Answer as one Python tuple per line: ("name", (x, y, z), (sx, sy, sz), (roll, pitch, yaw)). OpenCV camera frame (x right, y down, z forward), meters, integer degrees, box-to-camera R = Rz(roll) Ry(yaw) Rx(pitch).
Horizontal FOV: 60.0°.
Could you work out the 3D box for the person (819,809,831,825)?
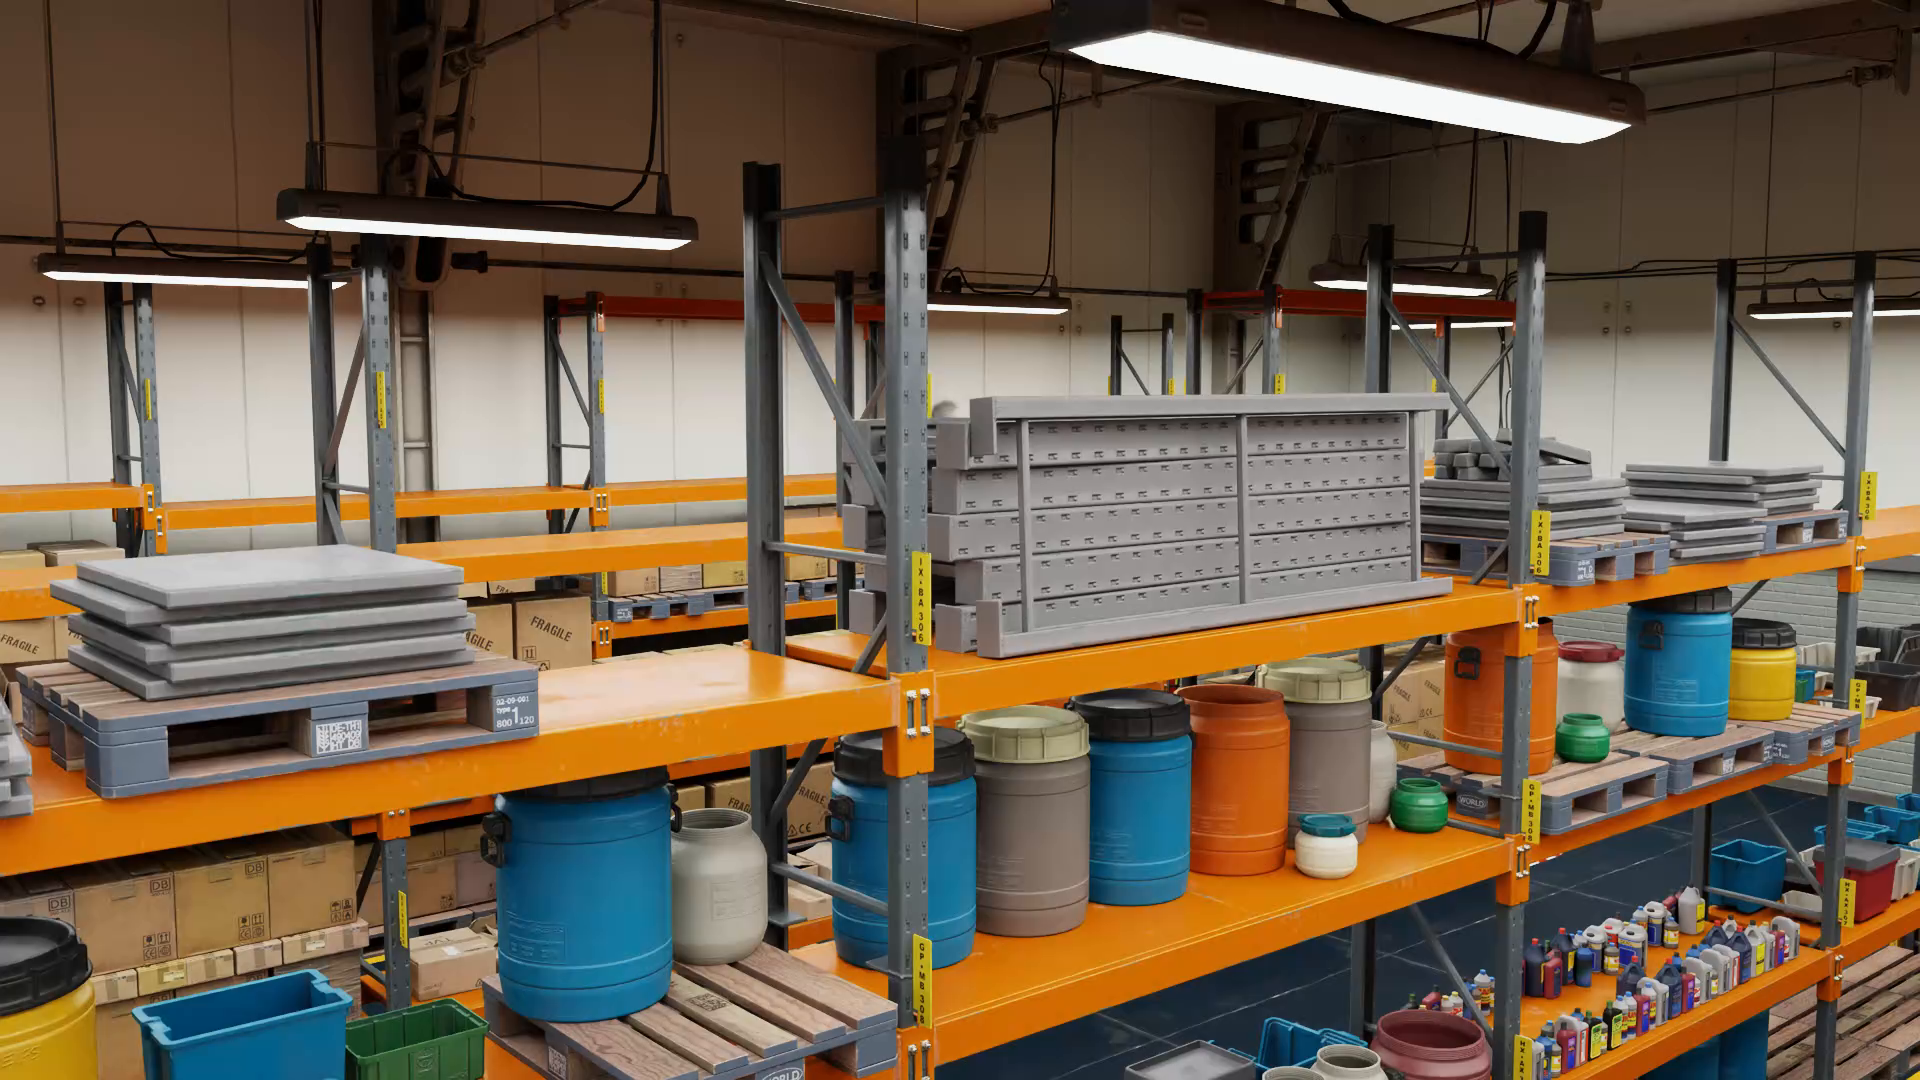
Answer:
("person", (-0.988, 2.785, 16.104), (0.663, 1.701, 0.752), (4, 7, 38))
